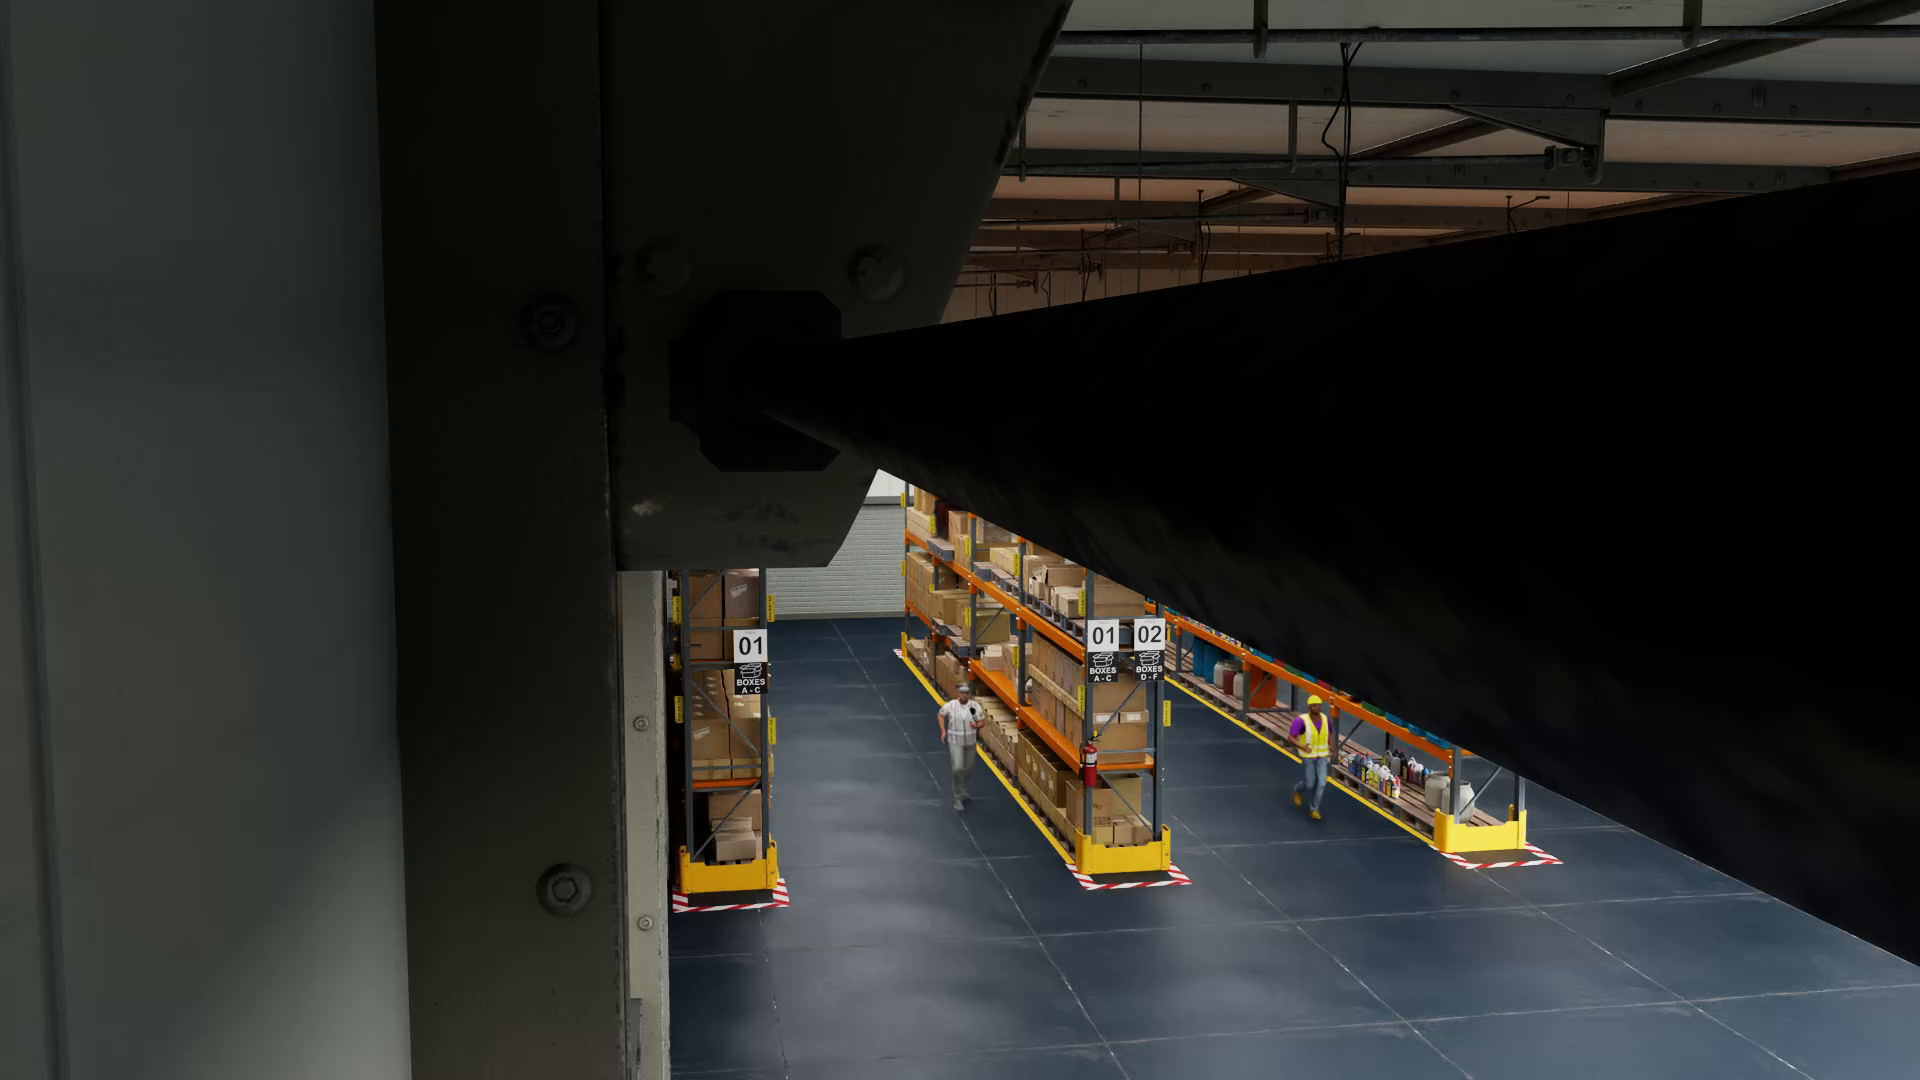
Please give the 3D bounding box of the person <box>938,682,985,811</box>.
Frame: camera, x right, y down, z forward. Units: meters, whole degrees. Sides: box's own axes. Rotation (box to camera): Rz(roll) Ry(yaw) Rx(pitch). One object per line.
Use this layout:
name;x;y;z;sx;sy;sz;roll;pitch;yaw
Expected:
person;0.042;2.964;24.065;0.638;1.847;0.774;-1;6;-13

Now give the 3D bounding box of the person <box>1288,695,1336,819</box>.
person;4.972;3.037;23.480;0.704;1.725;0.668;-1;6;-13
